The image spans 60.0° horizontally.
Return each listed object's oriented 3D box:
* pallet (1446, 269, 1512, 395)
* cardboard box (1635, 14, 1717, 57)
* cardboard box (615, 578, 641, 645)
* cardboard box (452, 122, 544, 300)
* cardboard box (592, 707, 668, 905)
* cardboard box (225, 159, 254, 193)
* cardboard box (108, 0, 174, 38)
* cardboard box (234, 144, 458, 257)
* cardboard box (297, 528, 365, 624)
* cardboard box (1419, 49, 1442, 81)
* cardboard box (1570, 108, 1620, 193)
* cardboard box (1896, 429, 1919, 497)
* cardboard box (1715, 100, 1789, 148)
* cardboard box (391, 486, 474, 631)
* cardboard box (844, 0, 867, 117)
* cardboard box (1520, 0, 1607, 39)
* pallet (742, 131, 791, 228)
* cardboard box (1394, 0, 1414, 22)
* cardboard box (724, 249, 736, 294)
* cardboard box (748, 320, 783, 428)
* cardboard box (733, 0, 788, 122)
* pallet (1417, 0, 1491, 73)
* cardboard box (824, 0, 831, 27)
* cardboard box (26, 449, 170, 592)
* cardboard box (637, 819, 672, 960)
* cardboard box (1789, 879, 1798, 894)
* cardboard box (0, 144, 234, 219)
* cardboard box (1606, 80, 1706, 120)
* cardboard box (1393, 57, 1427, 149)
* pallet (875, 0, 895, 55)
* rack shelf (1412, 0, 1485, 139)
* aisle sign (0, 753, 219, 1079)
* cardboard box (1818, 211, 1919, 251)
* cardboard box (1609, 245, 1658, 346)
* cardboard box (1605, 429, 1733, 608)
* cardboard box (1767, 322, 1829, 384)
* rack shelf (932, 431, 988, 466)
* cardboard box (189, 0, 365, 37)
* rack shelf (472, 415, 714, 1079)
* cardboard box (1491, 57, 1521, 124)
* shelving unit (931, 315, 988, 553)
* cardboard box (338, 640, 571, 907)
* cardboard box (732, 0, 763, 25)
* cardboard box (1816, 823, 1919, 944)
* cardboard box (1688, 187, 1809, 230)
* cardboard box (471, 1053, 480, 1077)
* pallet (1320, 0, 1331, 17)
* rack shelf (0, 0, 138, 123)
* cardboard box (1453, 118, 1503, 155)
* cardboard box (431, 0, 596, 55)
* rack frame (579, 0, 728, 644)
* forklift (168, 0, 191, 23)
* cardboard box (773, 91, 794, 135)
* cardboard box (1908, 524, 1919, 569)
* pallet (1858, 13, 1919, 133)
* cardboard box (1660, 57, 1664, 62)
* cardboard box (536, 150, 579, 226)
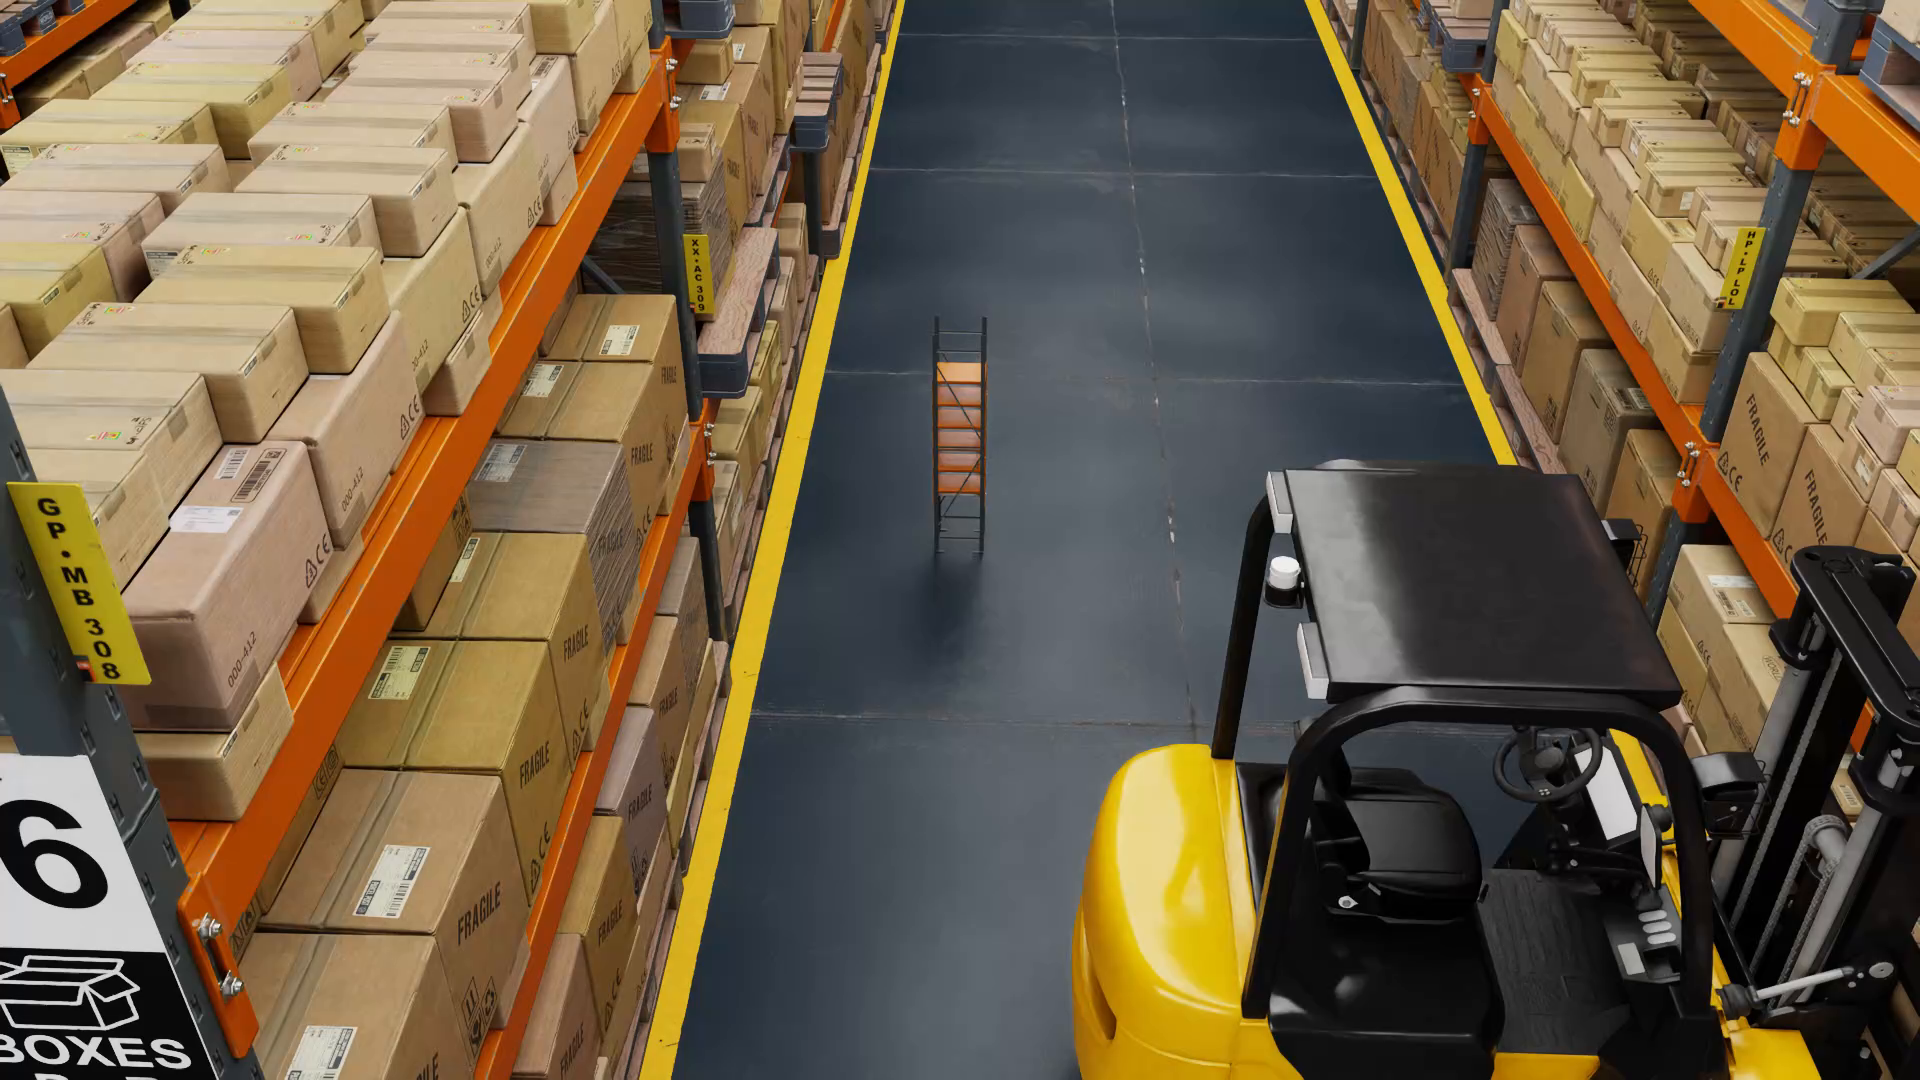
[{"bbox_3d":[3.511,-1.236,9.825,1.003,0.211,1.213,1,35,2],"label":"pallet"},{"bbox_3d":[3.802,-2.664,8.780,0.380,0.149,0.250,1,35,2],"label":"cardboard box"},{"bbox_3d":[-1.284,0.215,5.554,0.380,0.149,0.250,1,35,1],"label":"cardboard box"},{"bbox_3d":[-1.346,-0.816,4.065,0.500,0.250,0.500,2,35,3],"label":"cardboard box"},{"bbox_3d":[-1.331,0.914,5.714,0.500,0.500,0.500,3,35,4],"label":"cardboard box"},{"bbox_3d":[-1.892,-0.830,4.086,0.500,0.250,0.500,2,35,2],"label":"cardboard box"},{"bbox_3d":[-5.985,-3.739,12.118,0.500,0.250,0.500,0,35,0],"label":"cardboard box"},{"bbox_3d":[-1.323,-0.738,3.608,0.380,0.149,0.250,2,35,3],"label":"cardboard box"},{"bbox_3d":[-1.395,0.023,3.219,0.380,0.149,0.250,2,35,3],"label":"cardboard box"},{"bbox_3d":[3.431,-3.314,11.602,0.380,0.149,0.250,0,35,0],"label":"cardboard box"},{"bbox_3d":[3.265,-1.861,7.985,0.500,0.250,0.500,2,35,3],"label":"cardboard box"},{"bbox_3d":[3.095,-0.208,5.028,0.380,0.149,0.250,1,35,1],"label":"cardboard box"},{"bbox_3d":[3.758,-1.929,7.735,0.380,0.149,0.250,2,35,2],"label":"cardboard box"},{"bbox_3d":[-1.792,-0.105,4.575,0.700,0.500,0.500,1,35,2],"label":"cardboard box"},{"bbox_3d":[-1.190,-3.685,12.367,0.875,0.875,0.875,2,35,3],"label":"cardboard box"},{"bbox_3d":[3.266,-2.826,9.011,0.380,0.149,0.250,2,35,3],"label":"cardboard box"},{"bbox_3d":[-1.416,-1.745,8.291,1.003,0.211,1.213,1,35,2],"label":"pallet"},{"bbox_3d":[3.530,-4.053,12.653,0.380,0.149,0.250,0,35,-1],"label":"cardboard box"},{"bbox_3d":[-1.181,-1.186,7.182,0.380,0.149,0.250,2,35,3],"label":"cardboard box"},{"bbox_3d":[-1.467,-0.874,8.805,0.950,0.372,0.625,2,35,3],"label":"cardboard box"},{"bbox_3d":[-1.146,-2.441,8.404,0.500,0.500,0.500,-1,35,-1],"label":"cardboard box"},{"bbox_3d":[3.540,-3.162,10.307,1.213,0.211,1.003,1,35,2],"label":"pallet"},{"bbox_3d":[-1.103,-3.471,10.711,0.500,0.250,0.500,0,35,1],"label":"cardboard box"},{"bbox_3d":[-1.480,-0.015,2.580,0.380,0.149,0.250,1,35,2],"label":"cardboard box"},{"bbox_3d":[-1.329,1.234,5.912,0.500,0.250,0.500,2,35,3],"label":"cardboard box"},{"bbox_3d":[3.044,1.046,5.744,0.500,0.250,0.500,1,35,1],"label":"cardboard box"},{"bbox_3d":[-1.824,-0.746,3.619,0.380,0.149,0.250,0,35,1],"label":"cardboard box"},{"bbox_3d":[3.320,-2.086,7.958,0.380,0.149,0.250,1,35,2],"label":"cardboard box"},{"bbox_3d":[3.436,-3.133,11.908,0.500,0.500,0.500,0,35,0],"label":"cardboard box"},{"bbox_3d":[-1.108,-4.554,14.546,1.003,0.211,1.213,1,35,2],"label":"pallet"},{"bbox_3d":[3.663,-3.704,11.537,1.077,0.370,4.000,1,35,2],"label":"rack shelf"},{"bbox_3d":[-1.391,0.614,2.507,0.394,0.787,0.004,1,35,2],"label":"aisle sign"},{"bbox_3d":[3.714,-1.207,6.708,0.380,0.149,0.250,0,35,0],"label":"cardboard box"},{"bbox_3d":[3.196,-1.074,7.300,0.500,0.250,0.500,1,35,2],"label":"cardboard box"},{"bbox_3d":[3.432,-0.051,7.414,0.875,0.625,0.625,3,35,4],"label":"cardboard box"},{"bbox_3d":[3.147,-0.680,5.958,0.380,0.149,0.250,1,35,1],"label":"cardboard box"},{"bbox_3d":[-0.001,-0.446,7.919,0.258,0.103,0.180,1,35,2],"label":"rack shelf"},{"bbox_3d":[-1.915,-1.489,4.676,0.380,0.149,0.250,1,35,2],"label":"cardboard box"},{"bbox_3d":[-1.618,0.780,5.157,1.077,0.370,4.000,1,35,2],"label":"rack shelf"},{"bbox_3d":[3.321,-2.538,9.384,0.500,0.250,0.500,1,35,2],"label":"cardboard box"},{"bbox_3d":[-0.001,-0.483,7.893,0.258,1.200,0.189,1,35,2],"label":"shelving unit"},{"bbox_3d":[-1.365,0.616,4.419,0.500,0.500,0.500,1,35,1],"label":"cardboard box"},{"bbox_3d":[-1.161,-2.615,8.087,0.380,0.149,0.250,0,35,0],"label":"cardboard box"},{"bbox_3d":[3.021,1.145,5.169,0.500,0.250,0.500,1,35,1],"label":"cardboard box"},{"bbox_3d":[3.269,-1.347,6.906,0.380,0.149,0.250,1,35,2],"label":"cardboard box"},{"bbox_3d":[-1.390,1.251,4.080,0.380,0.149,0.250,0,35,0],"label":"cardboard box"},{"bbox_3d":[3.818,-5.104,15.328,1.003,0.211,1.213,1,35,2],"label":"pallet"},{"bbox_3d":[-6.247,-3.873,11.777,1.077,0.370,4.000,1,35,2],"label":"rack shelf"},{"bbox_3d":[3.350,-2.553,10.519,0.380,0.149,0.250,0,35,0],"label":"cardboard box"},{"bbox_3d":[-1.245,-1.476,4.658,0.380,0.149,0.250,2,35,3],"label":"cardboard box"},{"bbox_3d":[-1.538,-0.663,6.585,1.000,3.000,0.127,1,35,2],"label":"rack frame"},{"bbox_3d":[-4.207,-2.211,8.848,3.031,2.935,1.130,-18,39,-24],"label":"forklift"},{"bbox_3d":[-1.074,-2.232,8.671,0.380,0.149,0.250,2,35,3],"label":"cardboard box"},{"bbox_3d":[3.066,0.055,4.913,0.380,0.149,0.250,0,35,0],"label":"cardboard box"},{"bbox_3d":[3.414,-1.251,4.890,1.003,0.211,1.213,1,35,2],"label":"pallet"},{"bbox_3d":[3.824,-2.434,8.800,0.500,0.250,0.500,2,35,2],"label":"cardboard box"},{"bbox_3d":[-1.301,-1.009,4.686,0.380,0.149,0.250,2,35,3],"label":"cardboard box"}]
